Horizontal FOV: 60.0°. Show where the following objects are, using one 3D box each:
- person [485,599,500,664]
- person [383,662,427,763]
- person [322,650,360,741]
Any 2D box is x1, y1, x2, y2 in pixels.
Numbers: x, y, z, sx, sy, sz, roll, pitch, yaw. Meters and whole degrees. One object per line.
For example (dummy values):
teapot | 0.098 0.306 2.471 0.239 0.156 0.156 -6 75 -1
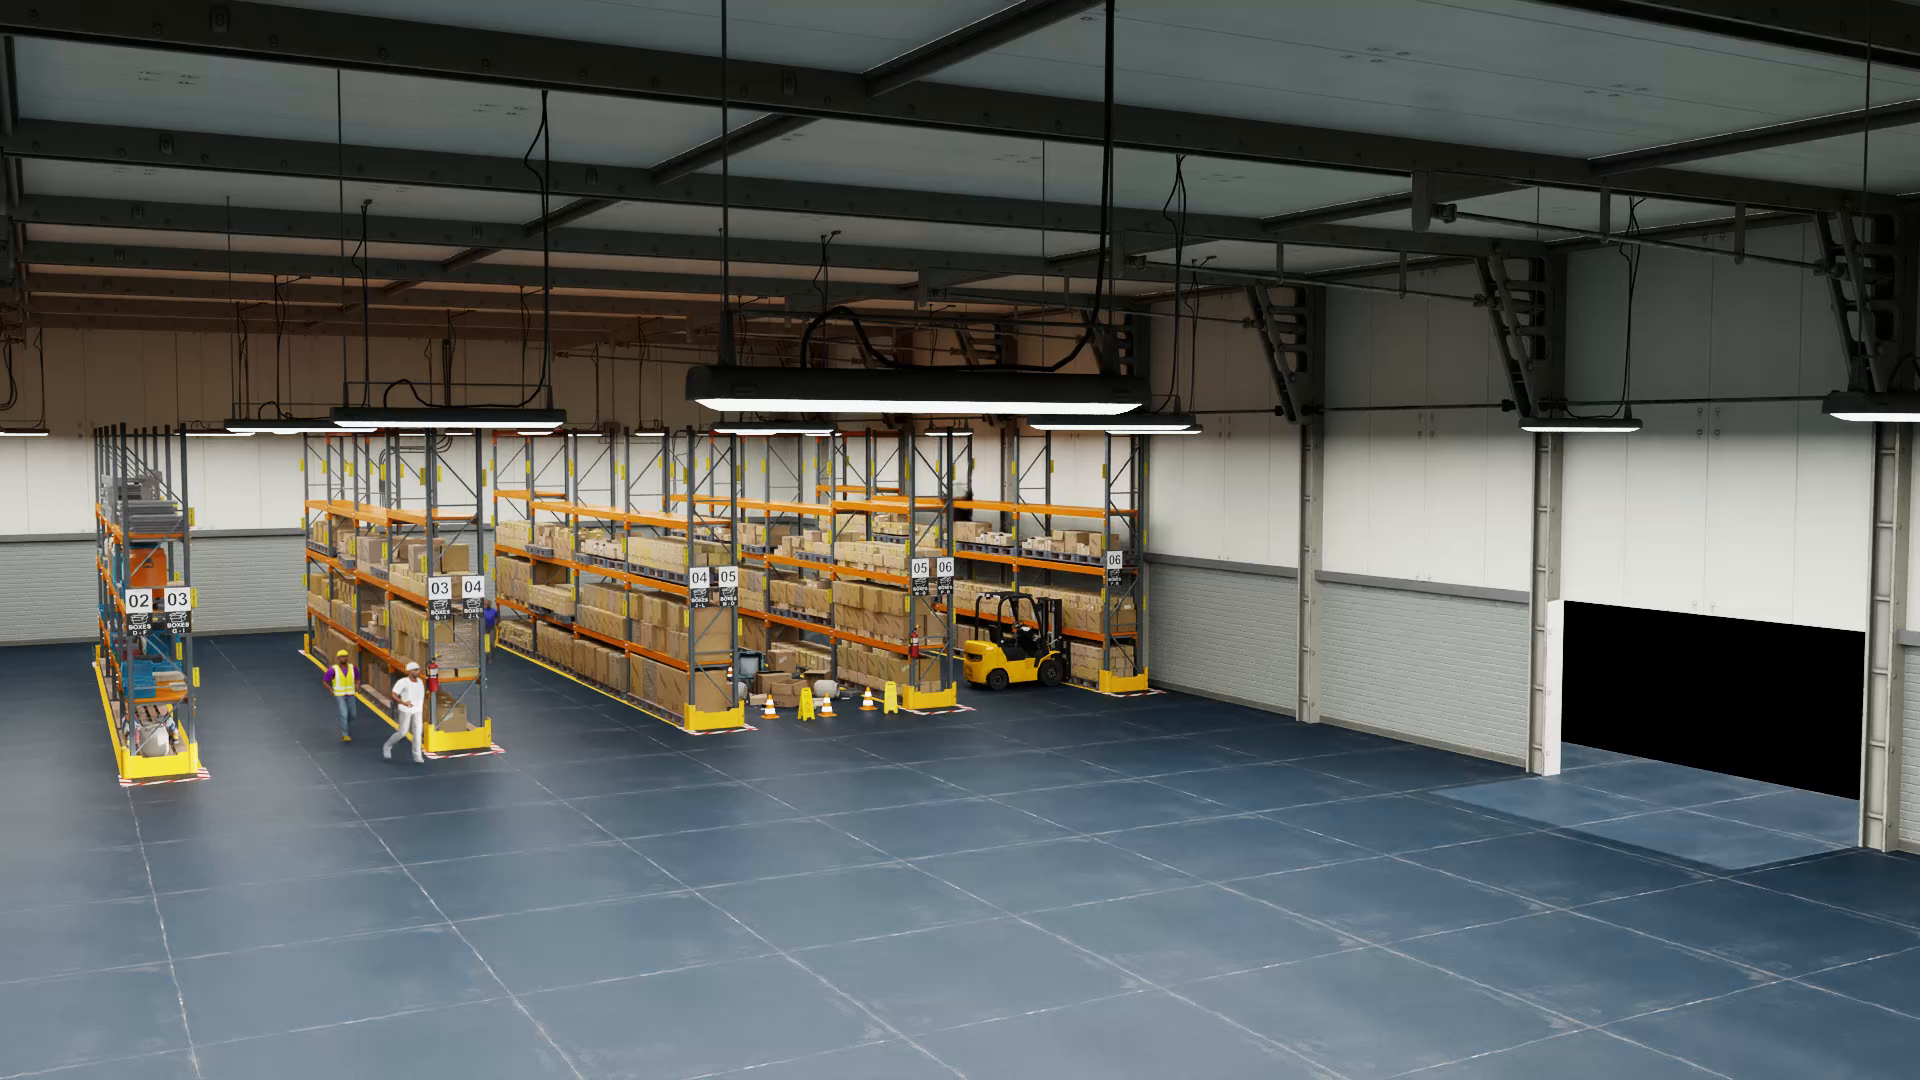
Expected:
person | -12.117 2.338 42.760 0.582 1.640 0.671 -2 4 -29
person | -9.743 3.047 29.570 0.971 1.736 0.762 2 4 34
person | -11.737 2.946 31.628 0.704 1.723 0.696 -3 4 -39
